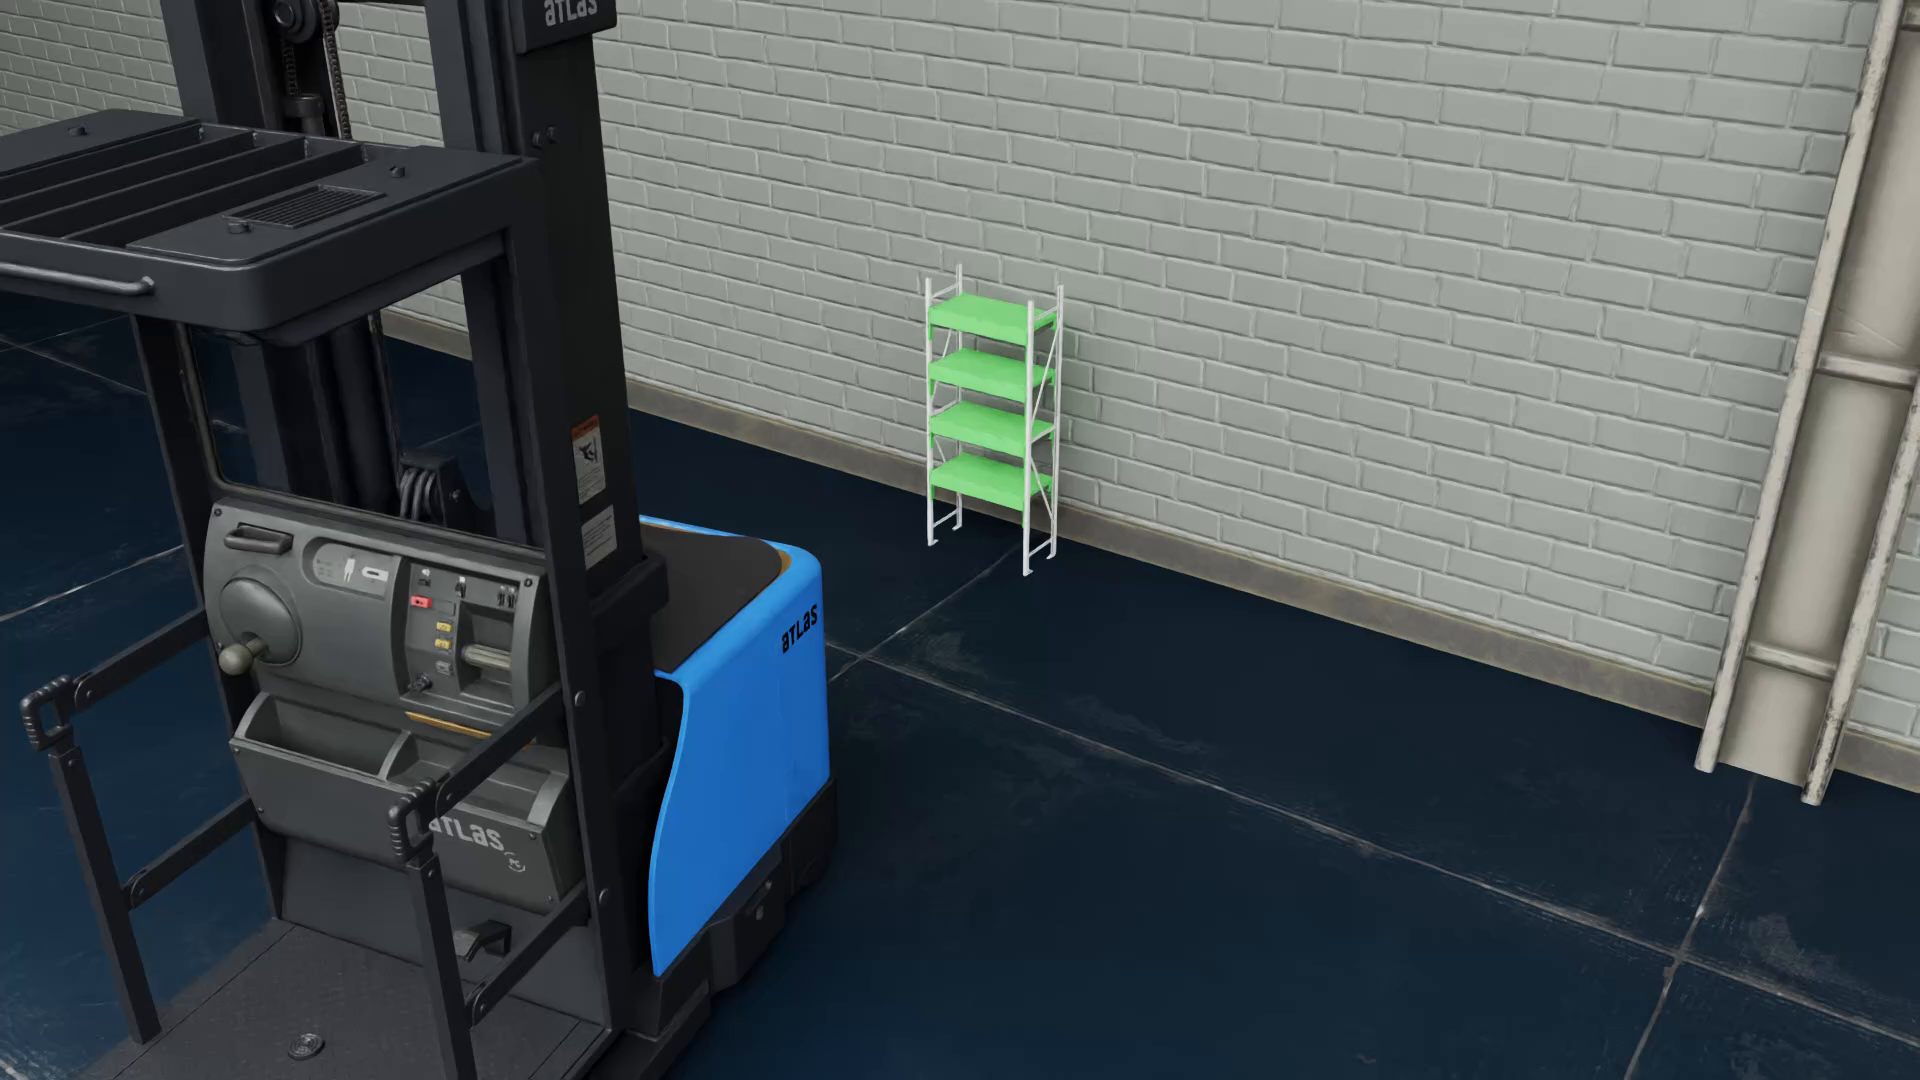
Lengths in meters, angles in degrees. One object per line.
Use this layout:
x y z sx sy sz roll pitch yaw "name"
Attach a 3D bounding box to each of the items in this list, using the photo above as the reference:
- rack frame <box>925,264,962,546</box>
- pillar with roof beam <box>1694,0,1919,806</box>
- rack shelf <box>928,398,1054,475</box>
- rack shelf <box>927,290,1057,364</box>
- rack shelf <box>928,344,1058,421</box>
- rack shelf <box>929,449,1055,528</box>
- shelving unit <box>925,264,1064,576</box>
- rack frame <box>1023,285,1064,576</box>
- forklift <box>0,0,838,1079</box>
-0.065 -0.555 7.017 0.015 1.200 0.240 17 32 30 "rack frame"
0.334 -1.625 0.522 0.400 9.000 9.100 17 32 30 "pillar with roof beam"
0.136 -0.435 6.923 0.480 0.148 0.258 17 32 30 "rack shelf"
0.136 -0.863 6.706 0.480 0.148 0.258 17 32 30 "rack shelf"
0.136 -0.649 6.814 0.480 0.148 0.258 17 32 30 "rack shelf"
0.136 -0.221 7.032 0.480 0.148 0.258 17 32 30 "rack shelf"
0.136 -0.492 6.894 0.503 1.200 0.258 17 32 30 "shelving unit"
0.338 -0.430 6.771 0.015 1.200 0.240 17 32 30 "rack frame"
-1.431 0.207 3.612 1.130 2.935 3.031 11 29 21 "forklift"
